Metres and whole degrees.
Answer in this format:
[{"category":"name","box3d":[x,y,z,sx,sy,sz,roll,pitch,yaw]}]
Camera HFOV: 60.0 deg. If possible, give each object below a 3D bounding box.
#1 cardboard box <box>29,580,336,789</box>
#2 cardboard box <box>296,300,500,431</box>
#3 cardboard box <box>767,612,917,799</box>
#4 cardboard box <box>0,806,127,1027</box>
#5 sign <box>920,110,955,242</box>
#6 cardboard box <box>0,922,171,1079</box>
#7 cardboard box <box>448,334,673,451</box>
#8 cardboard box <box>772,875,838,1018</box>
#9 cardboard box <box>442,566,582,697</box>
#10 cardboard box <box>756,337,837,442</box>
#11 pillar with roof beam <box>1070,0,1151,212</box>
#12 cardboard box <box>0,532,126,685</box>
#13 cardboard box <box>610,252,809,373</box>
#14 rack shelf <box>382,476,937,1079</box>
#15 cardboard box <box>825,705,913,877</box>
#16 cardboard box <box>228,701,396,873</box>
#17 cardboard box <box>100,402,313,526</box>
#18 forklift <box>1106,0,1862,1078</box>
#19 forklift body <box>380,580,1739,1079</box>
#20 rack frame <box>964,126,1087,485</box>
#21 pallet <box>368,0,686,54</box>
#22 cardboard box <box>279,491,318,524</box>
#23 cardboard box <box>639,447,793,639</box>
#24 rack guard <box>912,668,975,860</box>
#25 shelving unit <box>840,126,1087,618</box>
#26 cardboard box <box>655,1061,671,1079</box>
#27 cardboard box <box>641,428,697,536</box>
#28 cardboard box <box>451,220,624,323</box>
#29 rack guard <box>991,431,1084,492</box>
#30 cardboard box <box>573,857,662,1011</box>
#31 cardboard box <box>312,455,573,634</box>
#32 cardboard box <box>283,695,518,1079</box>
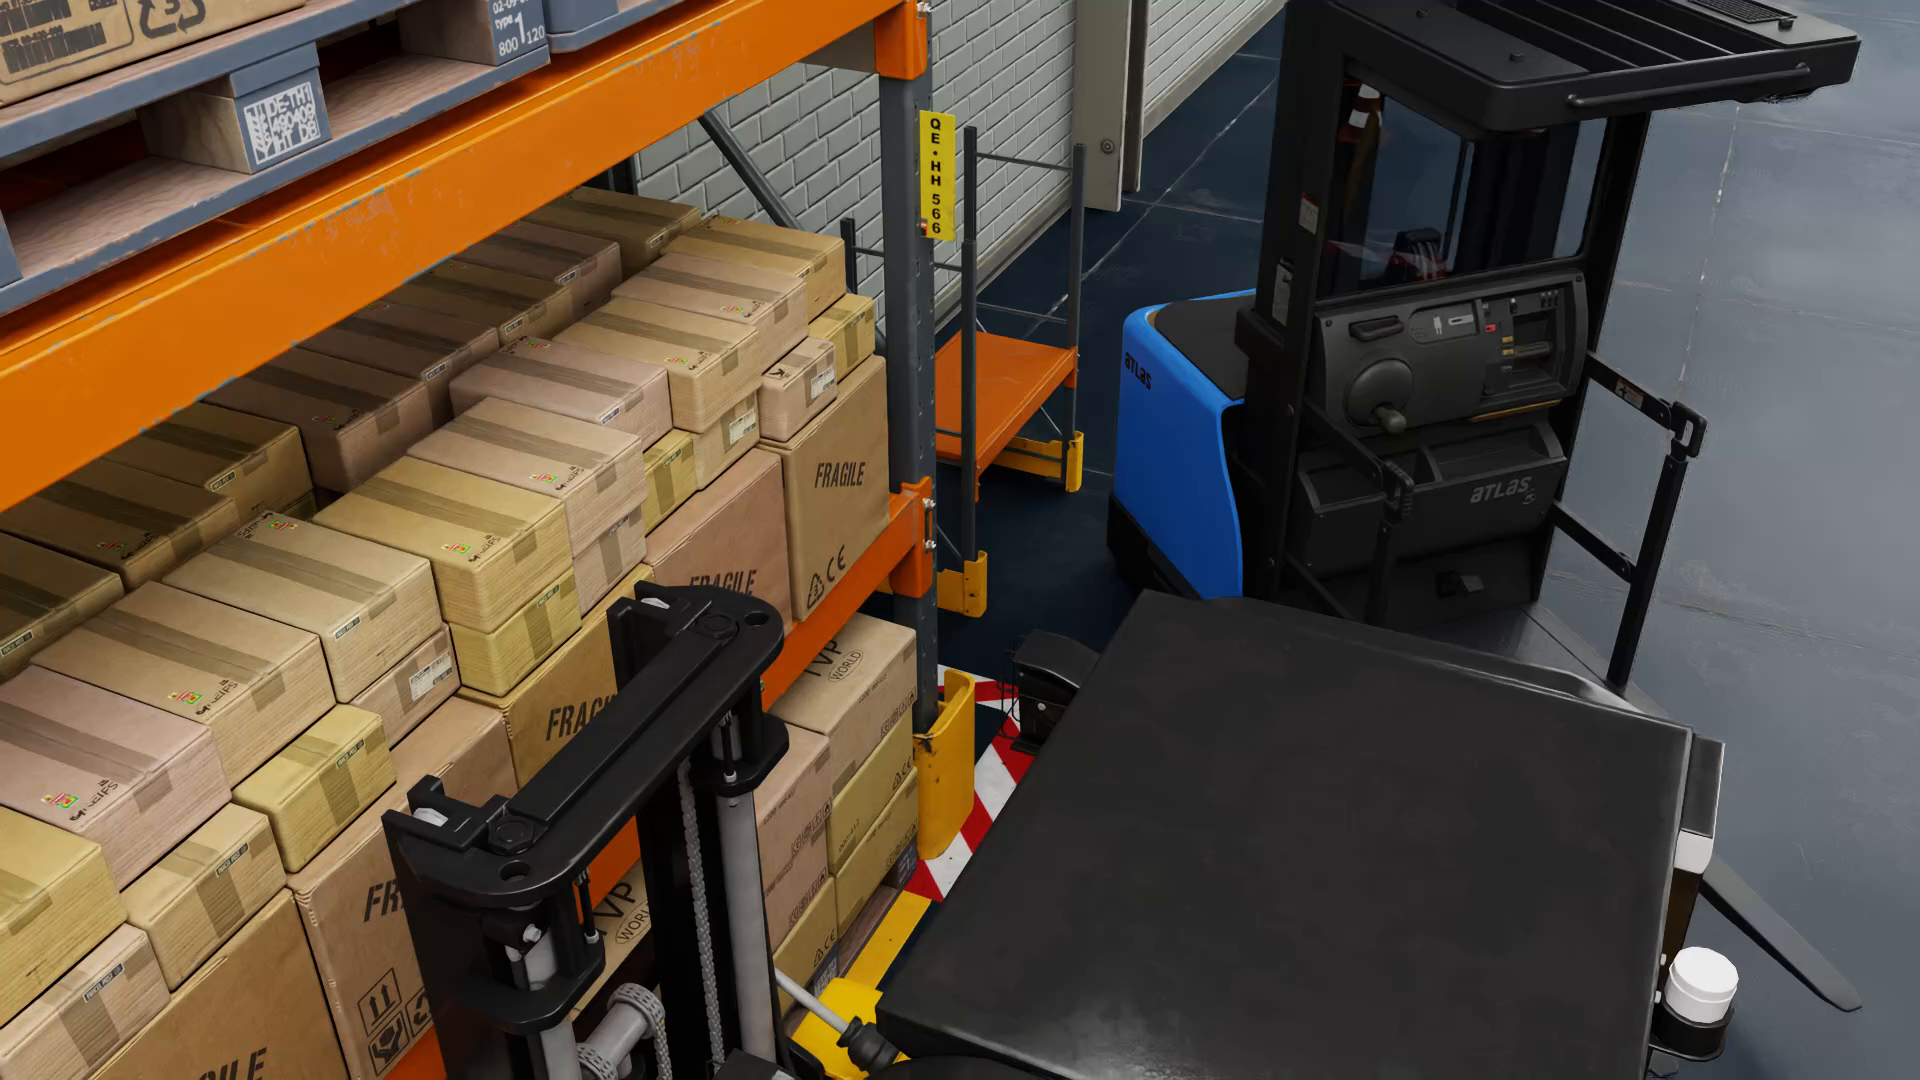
[{"category":"cardboard box","box3d":[-1.261,0.231,2.708,0.380,0.149,0.250,14,36,21]},{"category":"cardboard box","box3d":[-1.234,-0.387,3.651,0.380,0.149,0.250,14,36,21]},{"category":"cardboard box","box3d":[-0.454,0.412,4.599,0.500,0.250,0.500,15,36,22]},{"category":"cardboard box","box3d":[-1.405,0.499,2.300,0.380,0.149,0.250,14,36,20]},{"category":"sign","box3d":[-0.058,-0.897,4.111,0.100,0.325,0.005,14,36,20]},{"category":"cardboard box","box3d":[-1.374,0.634,2.365,0.380,0.149,0.250,14,36,20]},{"category":"cardboard box","box3d":[-0.835,-0.282,3.491,0.380,0.149,0.250,14,36,21]},{"category":"cardboard box","box3d":[-0.671,1.081,4.490,0.500,0.250,0.500,14,36,20]},{"category":"cardboard box","box3d":[-0.950,0.123,3.144,0.380,0.149,0.250,14,36,21]},{"category":"cardboard box","box3d":[-0.516,-0.387,3.922,0.380,0.149,0.250,15,36,21]},{"category":"pillar with roof beam","box3d":[4.765,-4.815,5.886,9.100,9.000,0.400,14,36,20]},{"category":"cardboard box","box3d":[-1.660,0.132,2.859,0.380,0.149,0.250,15,36,22]},{"category":"cardboard box","box3d":[-0.579,-0.526,3.863,0.380,0.149,0.250,14,36,21]},{"category":"rack shelf","box3d":[-1.382,0.852,3.372,1.077,0.370,4.000,14,36,20]},{"category":"cardboard box","box3d":[-0.465,0.634,4.716,0.500,0.250,0.500,14,36,20]},{"category":"cardboard box","box3d":[-1.181,0.370,2.768,0.380,0.149,0.250,13,36,20]},{"category":"cardboard box","box3d":[-1.521,-0.142,3.277,0.380,0.149,0.250,13,36,19]},{"category":"forklift","box3d":[1.572,-0.507,4.851,1.130,2.935,3.031,-12,35,-17]},{"category":"forklift body","box3d":[0.319,1.273,2.848,2.313,2.155,1.214,14,36,20]},{"category":"rack frame","box3d":[0.248,-0.923,6.790,0.500,1.500,0.032,14,36,20]},{"category":"pallet","box3d":[-0.864,-1.316,3.367,1.003,0.211,1.213,14,36,20]},{"category":"cardboard box","box3d":[-1.525,-0.025,3.369,0.380,0.149,0.250,15,36,22]},{"category":"cardboard box","box3d":[-0.738,0.075,3.810,0.500,0.500,0.500,15,36,22]},{"category":"rack guard","box3d":[-0.535,0.588,5.397,1.175,0.500,0.348,14,36,20]},{"category":"shelving unit","box3d":[0.032,-0.665,6.397,0.587,1.500,1.083,14,36,20]},{"category":"cardboard box","box3d":[-0.881,1.143,3.939,0.500,0.250,0.500,13,36,19]},{"category":"cardboard box","box3d":[-0.794,-0.151,3.562,0.380,0.149,0.250,14,36,20]},{"category":"cardboard box","box3d":[-1.048,-0.646,4.046,0.380,0.149,0.250,15,36,22]},{"category":"rack guard","box3d":[0.240,-0.391,7.118,0.587,0.250,0.087,14,36,20]},{"category":"cardboard box","box3d":[-0.865,0.921,3.823,0.500,0.250,0.500,15,36,21]},{"category":"cardboard box","box3d":[-0.946,0.003,3.056,0.380,0.149,0.250,15,36,21]},{"category":"cardboard box","box3d":[-1.152,0.583,3.034,0.500,0.500,0.500,14,36,21]}]
